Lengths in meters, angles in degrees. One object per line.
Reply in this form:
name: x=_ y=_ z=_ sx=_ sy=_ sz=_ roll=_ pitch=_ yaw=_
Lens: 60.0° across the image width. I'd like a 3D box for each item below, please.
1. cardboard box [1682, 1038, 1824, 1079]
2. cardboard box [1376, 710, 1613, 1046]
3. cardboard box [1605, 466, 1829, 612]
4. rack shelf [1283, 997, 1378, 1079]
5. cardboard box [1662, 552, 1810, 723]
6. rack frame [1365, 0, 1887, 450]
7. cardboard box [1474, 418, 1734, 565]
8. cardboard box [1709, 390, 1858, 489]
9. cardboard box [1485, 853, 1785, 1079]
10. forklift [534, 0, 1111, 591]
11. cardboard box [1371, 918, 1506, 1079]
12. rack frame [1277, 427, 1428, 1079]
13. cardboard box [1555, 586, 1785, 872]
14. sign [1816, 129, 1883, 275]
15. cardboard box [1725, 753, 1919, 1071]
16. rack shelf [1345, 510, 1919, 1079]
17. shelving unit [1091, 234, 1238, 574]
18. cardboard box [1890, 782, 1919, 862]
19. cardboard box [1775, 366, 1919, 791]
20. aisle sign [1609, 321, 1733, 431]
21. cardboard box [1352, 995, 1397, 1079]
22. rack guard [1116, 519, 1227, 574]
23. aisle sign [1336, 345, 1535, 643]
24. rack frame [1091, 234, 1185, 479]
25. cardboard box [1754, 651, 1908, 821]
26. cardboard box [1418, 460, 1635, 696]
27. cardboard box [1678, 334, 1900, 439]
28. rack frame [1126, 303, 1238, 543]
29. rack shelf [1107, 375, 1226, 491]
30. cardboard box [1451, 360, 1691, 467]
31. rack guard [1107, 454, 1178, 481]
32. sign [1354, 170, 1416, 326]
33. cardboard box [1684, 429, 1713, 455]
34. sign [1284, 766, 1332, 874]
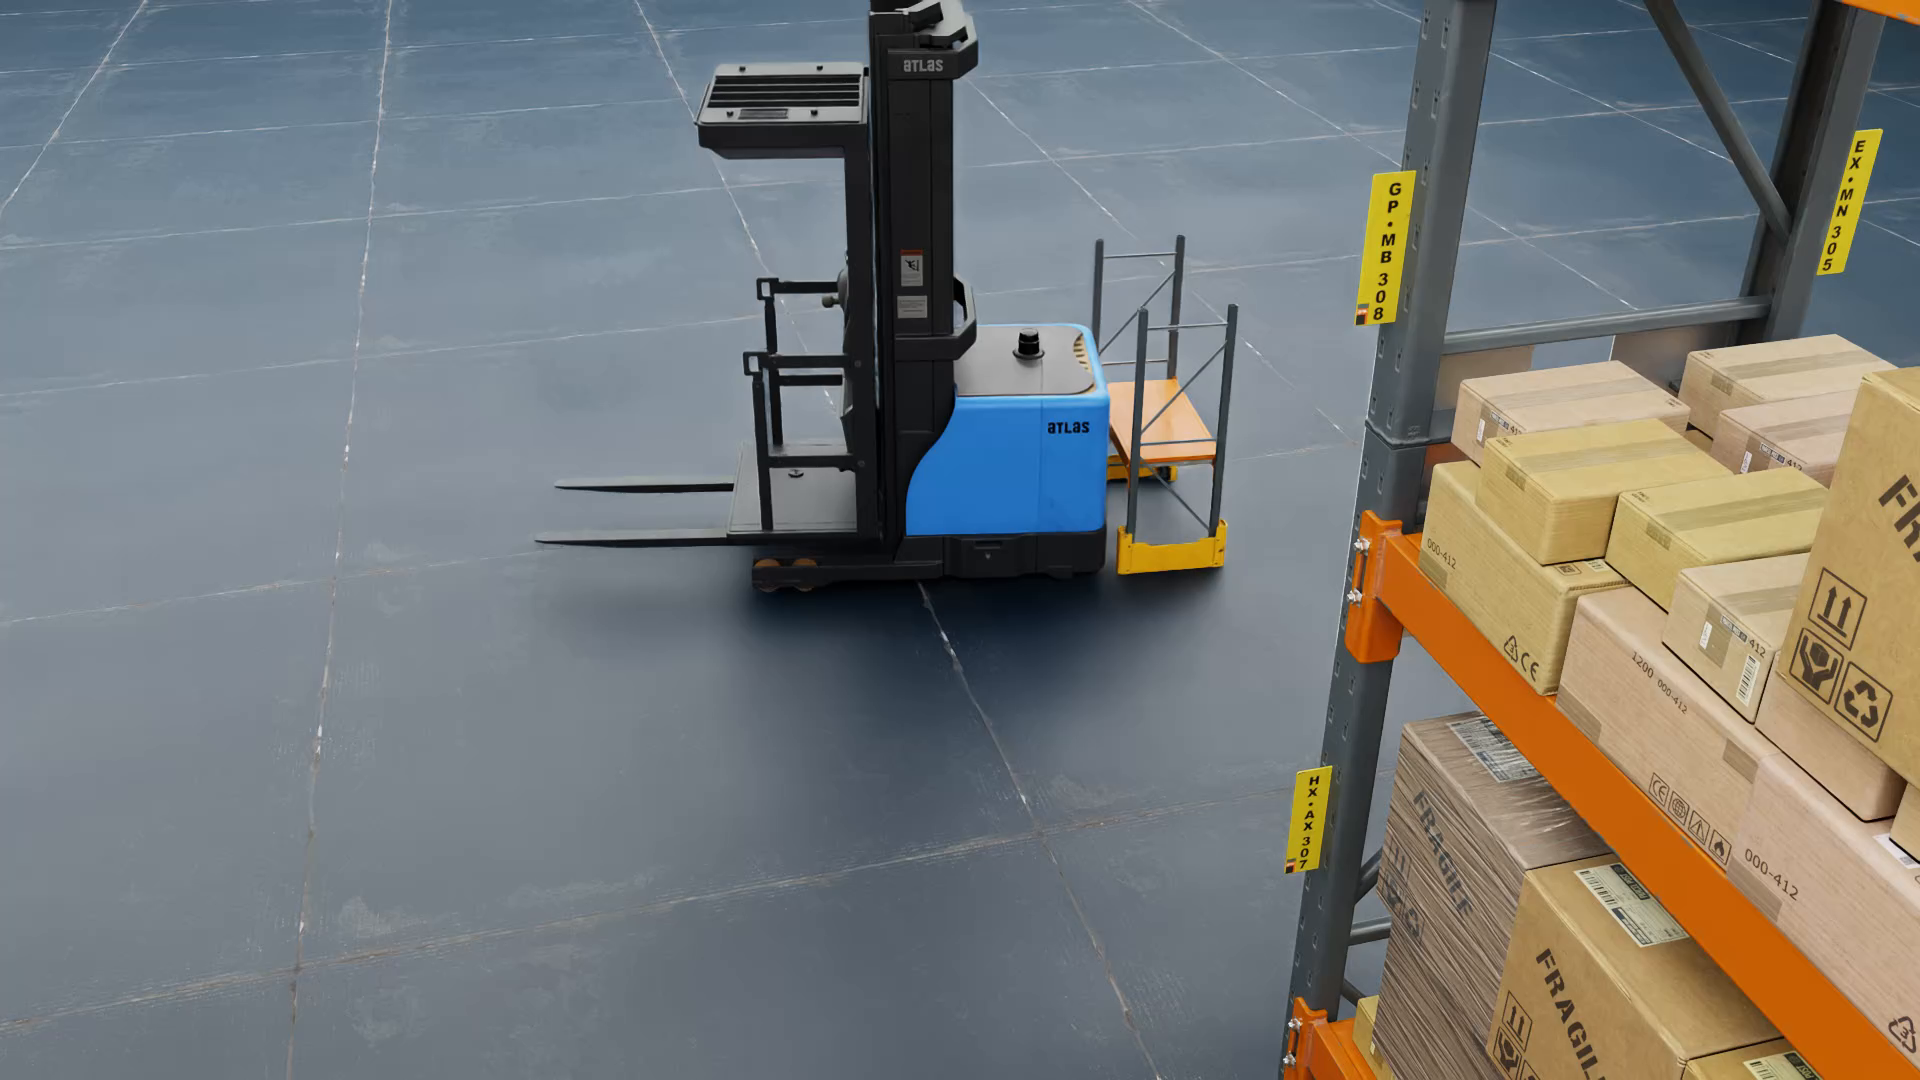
cardboard box: x=1.543 y=1.188 z=2.808 sx=0.500 sy=0.500 sz=0.500 roll=-8 pitch=31 yaw=-13
cardboard box: x=1.283 y=0.704 z=3.644 sx=0.500 sy=0.500 sz=0.500 roll=-8 pitch=31 yaw=-13
cardboard box: x=1.411 y=0.009 z=2.998 sx=0.380 sy=0.149 sz=0.250 roll=-8 pitch=31 yaw=-14
rack shelf: x=1.930 y=2.285 z=3.027 sx=1.077 sy=0.370 sz=4.000 roll=-8 pitch=31 yaw=-13
cardboard box: x=1.415 y=0.150 z=2.754 sx=0.380 sy=0.149 sz=0.250 roll=-7 pitch=31 yaw=-11
rack frame: x=1.400 y=-1.589 z=3.013 sx=1.000 sy=3.000 sz=0.127 roll=-8 pitch=31 yaw=-13
cardboard box: x=1.225 y=-0.097 z=3.180 sx=0.380 sy=0.149 sz=0.250 roll=-7 pitch=31 yaw=-12
cardboard box: x=1.730 y=-0.165 z=3.298 sx=0.380 sy=0.149 sz=0.250 roll=-9 pitch=31 yaw=-15
cardboard box: x=1.409 y=0.947 z=3.225 sx=0.500 sy=0.500 sz=0.500 roll=-8 pitch=31 yaw=-13
forklift: x=-0.754 y=-1.270 z=8.518 sx=3.031 sy=2.935 sz=1.130 roll=-1 pitch=30 yaw=-2
cardboard box: x=1.519 y=1.104 z=3.951 sx=0.875 sy=0.500 sz=0.500 roll=-8 pitch=31 yaw=-13
rack frame: x=1.400 y=1.007 z=4.516 sx=1.000 sy=3.000 sz=0.127 roll=-8 pitch=31 yaw=-13
cardboard box: x=1.421 y=0.289 z=2.911 sx=0.500 sy=0.250 sz=0.500 roll=-9 pitch=31 yaw=-14
sign: x=1.940 y=-0.738 z=3.653 sx=0.100 sy=0.325 sz=0.005 roll=-8 pitch=31 yaw=-13
cardboard box: x=1.549 y=0.529 z=2.497 sx=0.500 sy=0.250 sz=0.500 roll=-8 pitch=31 yaw=-13
rack shelf: x=1.930 y=0.986 z=2.275 sx=1.077 sy=0.370 sz=4.000 roll=-8 pitch=31 yaw=-13
shelving unit: x=1.064 y=-0.753 z=9.054 sx=0.587 sy=1.500 sz=1.083 roll=-4 pitch=30 yaw=-7
cardboard box: x=1.562 y=0.398 z=2.326 sx=0.380 sy=0.149 sz=0.250 roll=-9 pitch=31 yaw=-16
cardboard box: x=1.533 y=0.074 z=2.239 sx=0.500 sy=0.500 sz=0.500 roll=-8 pitch=31 yaw=-13
aisle sign: x=1.672 y=-0.188 z=3.985 sx=0.394 sy=0.787 sz=0.004 roll=-8 pitch=31 yaw=-13
cardboard box: x=1.245 y=1.285 z=4.286 sx=0.380 sy=0.149 sz=0.250 roll=-8 pitch=31 yaw=-13
rack guard: x=1.135 y=0.035 z=8.941 sx=0.587 sy=0.250 sz=0.087 roll=-4 pitch=30 yaw=-7
aisle sign: x=1.094 y=-0.108 z=3.847 sx=0.394 sy=0.787 sz=0.004 roll=-8 pitch=31 yaw=-13
rack frame: x=0.989 y=-1.010 z=9.497 sx=0.500 sy=1.500 sz=0.032 roll=-4 pitch=30 yaw=-7
cardboard box: x=1.475 y=0.268 z=2.551 sx=0.380 sy=0.149 sz=0.250 roll=-8 pitch=31 yaw=-13
cardboard box: x=1.278 y=0.041 z=3.340 sx=0.500 sy=0.250 sz=0.500 roll=-7 pitch=31 yaw=-12
cardboard box: x=1.774 y=-0.306 z=3.542 sx=0.380 sy=0.149 sz=0.250 roll=-8 pitch=31 yaw=-13
rack frame: x=1.135 y=-0.506 z=8.626 sx=0.500 sy=1.500 sz=0.032 roll=-4 pitch=30 yaw=-7
rack shelf: x=1.062 y=-0.602 z=9.152 sx=0.538 sy=0.185 sz=1.000 roll=-4 pitch=30 yaw=-7
cardboard box: x=1.250 y=-0.235 z=3.419 sx=0.380 sy=0.149 sz=0.250 roll=-8 pitch=31 yaw=-14
rack guard: x=0.992 y=-0.459 z=9.794 sx=0.587 sy=0.250 sz=0.087 roll=-4 pitch=30 yaw=-7
sign: x=0.877 y=-0.597 z=3.420 sx=0.100 sy=0.325 sz=0.005 roll=-8 pitch=31 yaw=-13
cardboard box: x=1.773 y=-0.027 z=3.458 sx=0.500 sy=0.250 sz=0.500 roll=-7 pitch=31 yaw=-12
sign: x=0.877 y=0.705 z=4.174 sx=0.100 sy=0.325 sz=0.005 roll=-8 pitch=31 yaw=-13
